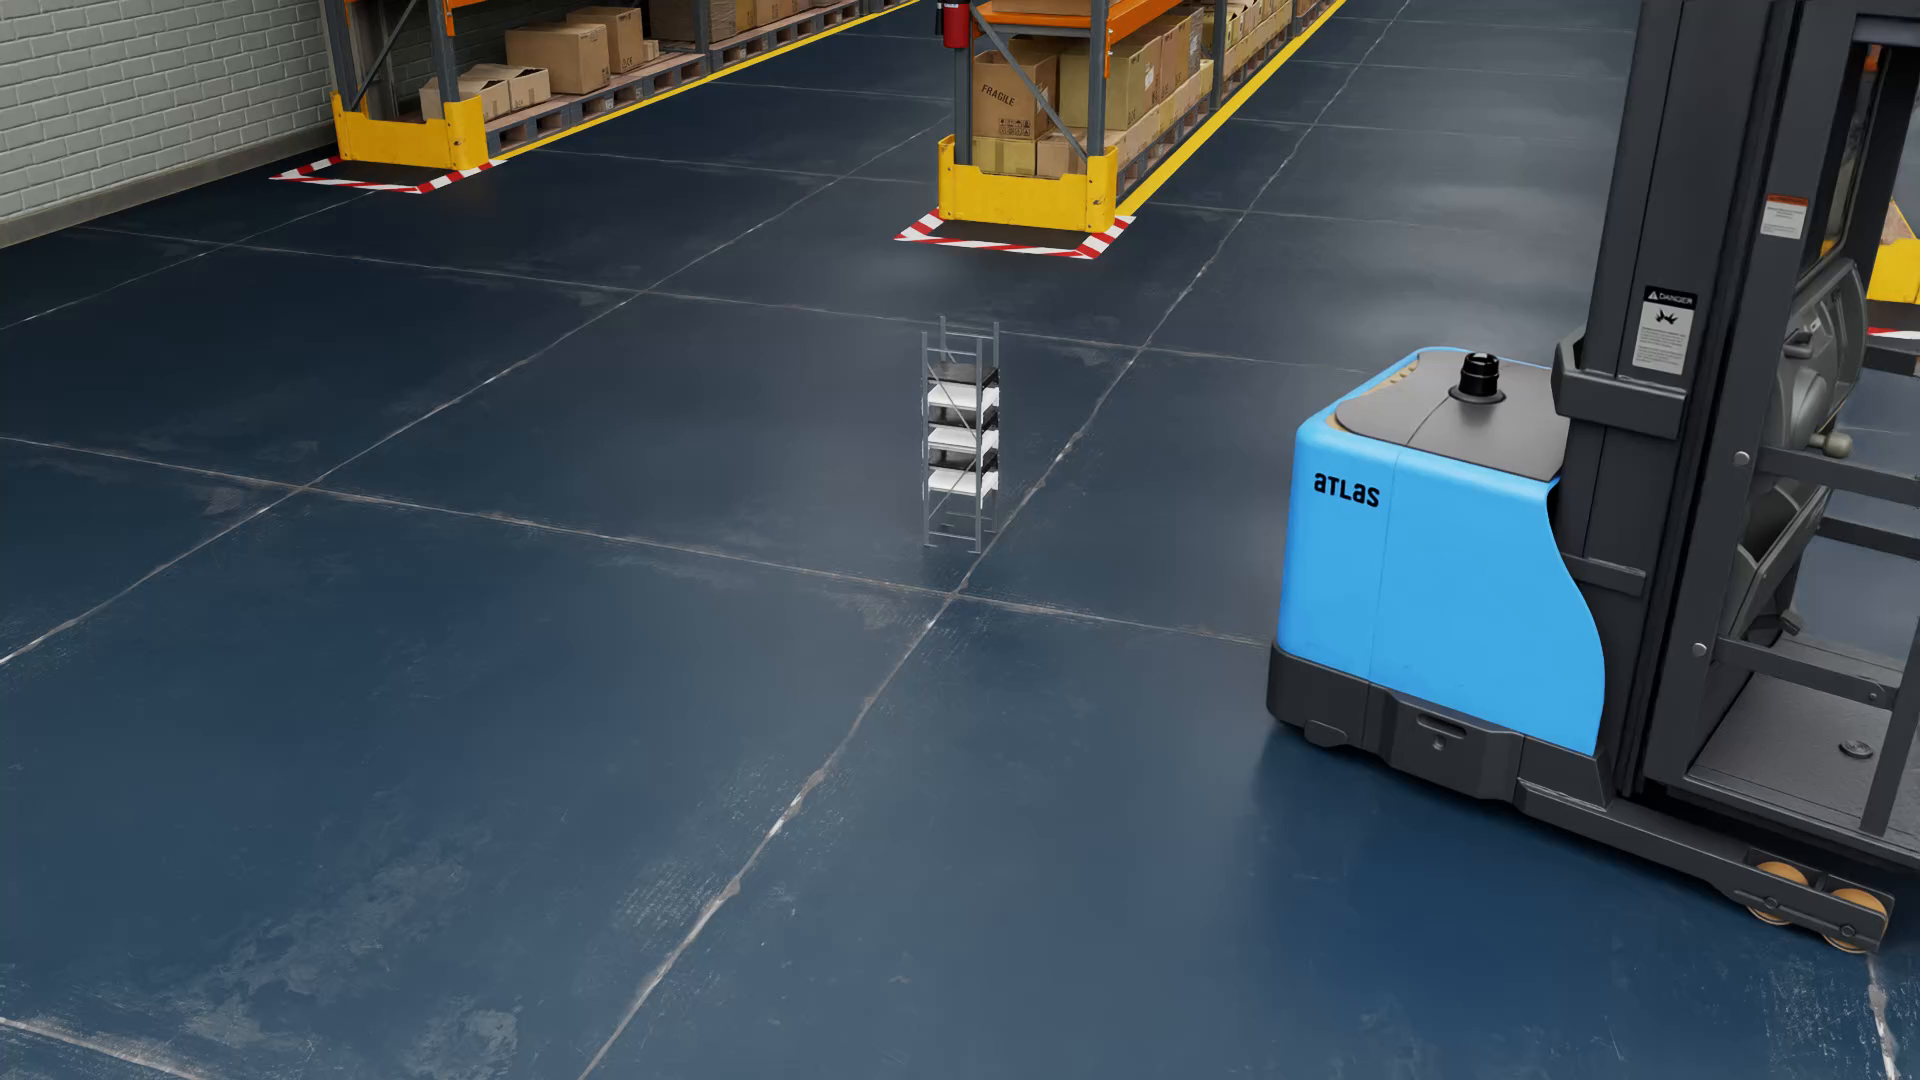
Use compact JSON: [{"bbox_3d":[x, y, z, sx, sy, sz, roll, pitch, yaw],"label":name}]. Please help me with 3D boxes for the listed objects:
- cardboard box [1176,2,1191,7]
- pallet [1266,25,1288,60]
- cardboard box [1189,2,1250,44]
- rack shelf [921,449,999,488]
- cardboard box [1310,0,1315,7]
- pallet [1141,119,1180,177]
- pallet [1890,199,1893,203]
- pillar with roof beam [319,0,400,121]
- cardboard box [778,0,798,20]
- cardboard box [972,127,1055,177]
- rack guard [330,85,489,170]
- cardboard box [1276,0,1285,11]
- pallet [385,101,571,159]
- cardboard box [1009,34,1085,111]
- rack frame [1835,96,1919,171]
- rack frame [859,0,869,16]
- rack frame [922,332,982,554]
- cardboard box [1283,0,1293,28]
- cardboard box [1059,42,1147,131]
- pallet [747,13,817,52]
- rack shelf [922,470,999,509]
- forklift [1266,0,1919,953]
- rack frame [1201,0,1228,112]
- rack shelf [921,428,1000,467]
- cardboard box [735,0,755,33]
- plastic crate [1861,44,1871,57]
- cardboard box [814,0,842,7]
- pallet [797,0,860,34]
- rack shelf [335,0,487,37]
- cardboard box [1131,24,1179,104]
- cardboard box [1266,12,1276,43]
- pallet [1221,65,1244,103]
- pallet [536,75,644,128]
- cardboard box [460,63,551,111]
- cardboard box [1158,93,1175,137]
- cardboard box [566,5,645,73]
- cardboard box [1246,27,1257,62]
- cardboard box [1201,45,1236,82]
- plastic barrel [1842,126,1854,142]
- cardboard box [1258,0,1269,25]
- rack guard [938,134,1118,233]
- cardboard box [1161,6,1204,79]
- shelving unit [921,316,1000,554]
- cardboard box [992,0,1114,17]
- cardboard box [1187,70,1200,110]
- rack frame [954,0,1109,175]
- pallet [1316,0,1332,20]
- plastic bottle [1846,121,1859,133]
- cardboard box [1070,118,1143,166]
[{"bbox_3d":[1.817,-4.792,15.236,0.500,0.311,0.500,10,27,19],"label":"cardboard box"},{"bbox_3d":[2.806,-5.222,17.293,1.003,0.211,1.213,9,27,17],"label":"pallet"},{"bbox_3d":[2.329,-4.708,15.062,0.500,0.311,0.500,8,27,17],"label":"cardboard box"},{"bbox_3d":[0.003,-0.297,6.615,0.258,0.077,0.200,9,27,17],"label":"rack shelf"},{"bbox_3d":[3.706,-6.244,18.568,0.500,0.500,0.500,8,27,16],"label":"cardboard box"},{"bbox_3d":[1.077,-3.087,12.883,1.003,0.211,1.213,9,27,17],"label":"pallet"},{"bbox_3d":[5.788,-2.418,11.502,1.003,0.211,1.213,9,27,17],"label":"pallet"},{"bbox_3d":[-0.742,-6.728,10.319,9.100,9.000,0.400,9,27,17],"label":"pillar with roof beam"},{"bbox_3d":[-2.166,-5.893,17.842,0.700,0.500,0.500,9,27,17],"label":"cardboard box"},{"bbox_3d":[0.354,-2.737,11.633,0.500,0.250,0.500,9,27,17],"label":"cardboard box"},{"bbox_3d":[-4.193,-3.145,12.672,1.175,0.500,0.348,9,27,17],"label":"rack guard"},{"bbox_3d":[3.007,-5.548,16.796,0.500,0.311,0.500,8,27,17],"label":"cardboard box"},{"bbox_3d":[-3.890,-3.344,13.414,1.003,0.211,1.213,9,27,17],"label":"pallet"},{"bbox_3d":[0.671,-3.488,12.324,0.500,0.500,0.500,9,27,17],"label":"cardboard box"},{"bbox_3d":[5.124,-2.802,9.095,1.000,3.000,0.127,9,27,17],"label":"rack frame"},{"bbox_3d":[-1.556,-7.526,18.853,1.000,3.000,0.127,9,27,17],"label":"rack frame"},{"bbox_3d":[-0.031,-0.367,6.474,0.240,0.900,0.006,9,27,17],"label":"rack frame"},{"bbox_3d":[3.171,-5.509,17.360,0.500,0.250,0.500,9,27,19],"label":"cardboard box"},{"bbox_3d":[1.007,-3.205,11.740,0.500,0.500,0.500,9,27,17],"label":"cardboard box"},{"bbox_3d":[-2.225,-5.451,17.766,1.003,0.211,1.213,9,27,17],"label":"pallet"},{"bbox_3d":[0.003,-0.216,6.654,0.258,0.077,0.200,9,27,17],"label":"rack shelf"},{"bbox_3d":[2.480,-0.475,4.367,3.031,2.935,1.130,19,31,33],"label":"forklift"},{"bbox_3d":[1.785,-5.166,13.977,1.000,3.000,0.127,9,27,17],"label":"rack frame"},{"bbox_3d":[0.003,-0.378,6.575,0.258,0.077,0.200,9,27,17],"label":"rack shelf"},{"bbox_3d":[-2.534,-5.480,16.990,0.700,0.500,0.500,8,27,16],"label":"cardboard box"},{"bbox_3d":[5.008,-2.984,9.642,0.499,0.251,0.616,9,27,17],"label":"plastic crate"},{"bbox_3d":[-1.747,-6.296,18.675,0.700,0.500,0.500,9,27,18],"label":"cardboard box"},{"bbox_3d":[-1.818,-5.950,18.798,1.003,0.211,1.213,9,27,17],"label":"pallet"},{"bbox_3d":[-3.553,-4.737,13.917,1.077,0.370,4.000,9,27,17],"label":"rack shelf"},{"bbox_3d":[1.344,-3.615,12.587,0.500,0.500,0.500,9,27,17],"label":"cardboard box"},{"bbox_3d":[2.833,-5.091,16.496,0.500,0.250,0.500,9,27,19],"label":"cardboard box"},{"bbox_3d":[1.994,-4.219,15.222,1.003,0.211,1.213,9,27,17],"label":"pallet"},{"bbox_3d":[-3.482,-3.843,14.446,1.003,0.211,1.213,9,27,17],"label":"pallet"},{"bbox_3d":[-3.714,-3.732,13.597,0.500,0.311,0.500,11,28,22],"label":"cardboard box"},{"bbox_3d":[1.343,-3.278,12.751,0.500,0.250,0.500,9,27,17],"label":"cardboard box"},{"bbox_3d":[-3.195,-4.523,15.014,0.500,0.500,0.500,7,27,14],"label":"cardboard box"},{"bbox_3d":[2.494,-4.670,15.627,0.500,0.250,0.500,8,27,16],"label":"cardboard box"},{"bbox_3d":[2.153,-4.247,14.753,0.500,0.250,0.500,8,27,16],"label":"cardboard box"},{"bbox_3d":[5.438,-2.359,10.553,0.421,0.512,0.421,0,26,0],"label":"plastic barrel"},{"bbox_3d":[2.668,-5.135,15.944,0.500,0.311,0.500,10,27,19],"label":"cardboard box"},{"bbox_3d":[0.446,-2.387,11.106,1.175,0.500,0.348,9,27,17],"label":"rack guard"},{"bbox_3d":[1.660,-4.029,13.441,0.500,0.500,0.500,9,27,17],"label":"cardboard box"},{"bbox_3d":[0.003,-0.408,6.561,0.258,0.900,0.210,9,27,17],"label":"shelving unit"},{"bbox_3d":[0.622,-3.757,10.953,0.700,0.500,0.500,9,27,17],"label":"cardboard box"},{"bbox_3d":[1.661,-3.691,13.604,0.500,0.250,0.500,9,27,17],"label":"cardboard box"},{"bbox_3d":[0.454,-3.522,10.582,1.000,3.000,0.127,9,27,17],"label":"rack frame"},{"bbox_3d":[3.808,-6.355,19.634,1.003,0.211,1.213,9,27,17],"label":"pallet"},{"bbox_3d":[6.283,-2.834,11.781,0.152,0.276,0.135,9,27,18],"label":"plastic bottle"},{"bbox_3d":[1.005,-2.868,11.904,0.500,0.250,0.500,9,27,17],"label":"cardboard box"}]
